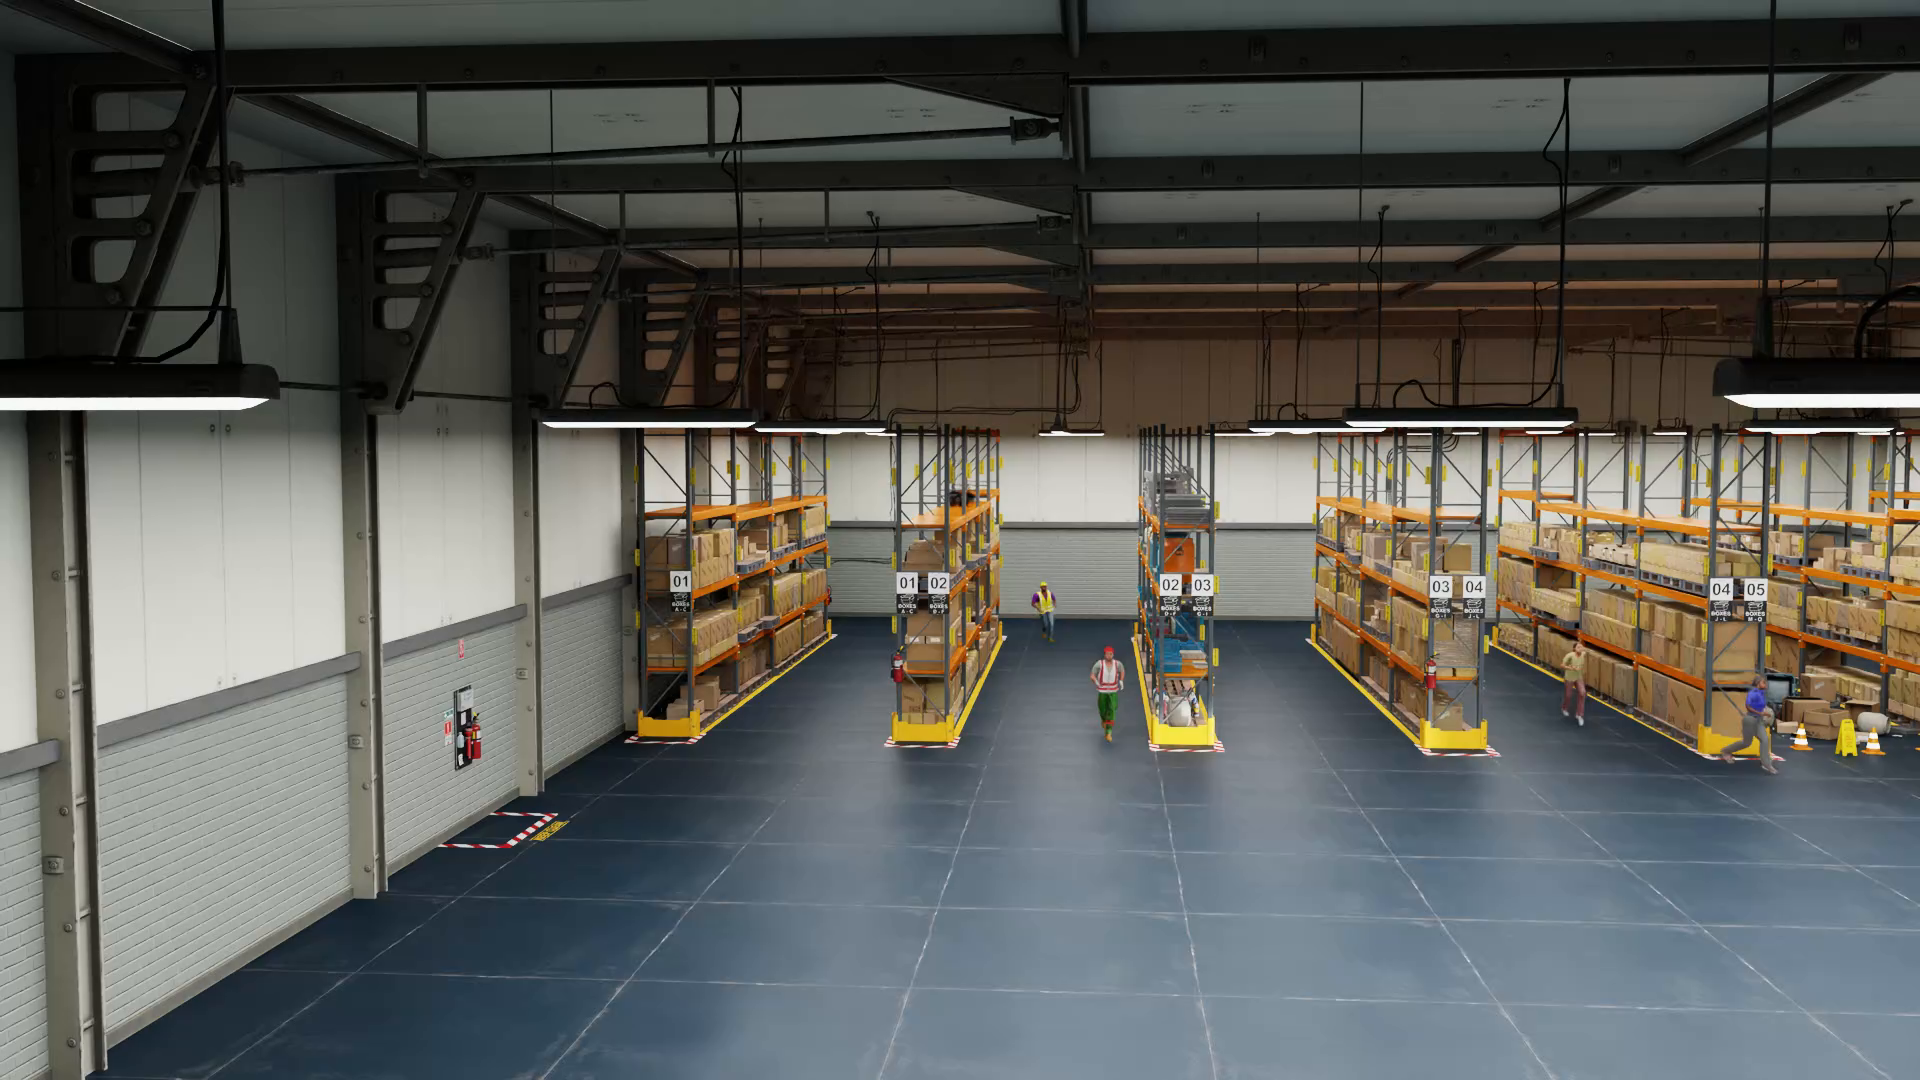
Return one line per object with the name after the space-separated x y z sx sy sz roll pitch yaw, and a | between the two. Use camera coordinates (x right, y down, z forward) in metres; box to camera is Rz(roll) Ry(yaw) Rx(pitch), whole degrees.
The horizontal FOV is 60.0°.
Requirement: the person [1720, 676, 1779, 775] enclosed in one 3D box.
13.646 3.158 28.672 0.978 1.659 0.600 3 5 44 | person

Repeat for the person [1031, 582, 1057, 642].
2.392 2.025 46.871 0.726 1.701 0.635 -1 4 -19 | person

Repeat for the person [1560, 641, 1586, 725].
12.408 2.857 33.695 0.578 1.671 1.012 0 3 0 | person

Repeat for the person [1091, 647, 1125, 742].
2.831 2.909 31.835 0.666 1.775 1.015 0 3 1 | person
